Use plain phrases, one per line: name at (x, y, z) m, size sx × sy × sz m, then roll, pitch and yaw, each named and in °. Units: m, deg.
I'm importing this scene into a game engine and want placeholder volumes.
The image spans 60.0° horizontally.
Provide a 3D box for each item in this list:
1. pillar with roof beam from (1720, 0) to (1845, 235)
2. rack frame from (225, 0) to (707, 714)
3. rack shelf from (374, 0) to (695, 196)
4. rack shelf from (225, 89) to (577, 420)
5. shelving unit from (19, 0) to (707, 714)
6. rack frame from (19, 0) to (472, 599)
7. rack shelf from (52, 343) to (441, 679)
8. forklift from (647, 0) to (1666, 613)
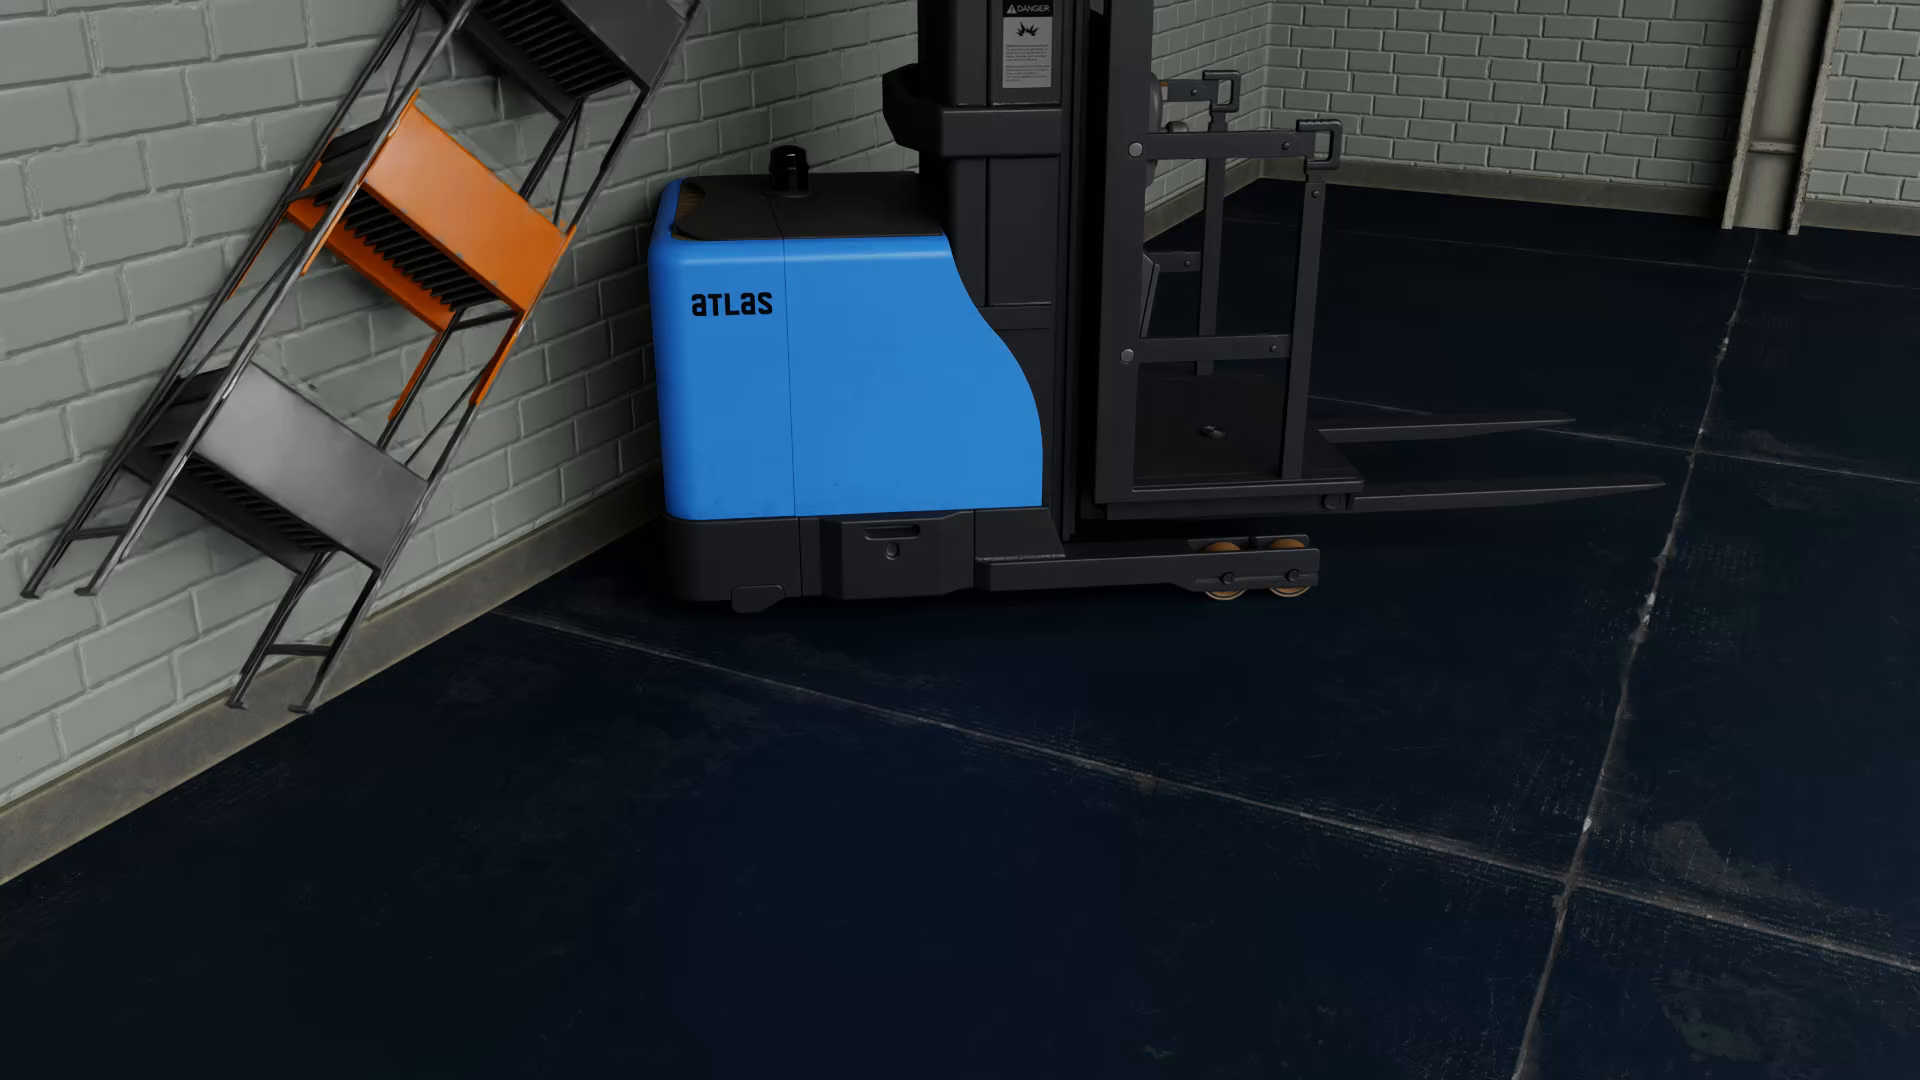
pillar with roof beam at (2.600, -4.419, 4.142) m, size 0.400 × 9.000 × 9.100 m, roll 11°, pitch 25°, yaw 25°
rack frame at (-1.140, -0.528, 4.007) m, size 0.400 × 0.015 × 2.100 m, roll -3°, pitch 56°, yaw 43°
rack shelf at (-1.055, -1.239, 4.136) m, size 0.431 × 0.480 × 0.518 m, roll -3°, pitch 56°, yaw 43°
rack shelf at (-1.291, -0.644, 3.854) m, size 0.431 × 0.480 × 0.518 m, roll -3°, pitch 56°, yaw 43°
shelving unit at (-1.286, -0.656, 3.859) m, size 0.431 × 0.503 × 2.100 m, roll -3°, pitch 56°, yaw 43°
rack frame at (-1.433, -0.784, 3.712) m, size 0.400 × 0.015 × 2.100 m, roll -3°, pitch 56°, yaw 43°
rack shelf at (-1.527, -0.049, 3.572) m, size 0.431 × 0.480 × 0.518 m, roll -3°, pitch 56°, yaw 43°
forklift at (0.621, -1.377, 4.742) m, size 3.031 × 2.935 × 1.130 m, roll -3°, pitch 23°, yaw -6°
